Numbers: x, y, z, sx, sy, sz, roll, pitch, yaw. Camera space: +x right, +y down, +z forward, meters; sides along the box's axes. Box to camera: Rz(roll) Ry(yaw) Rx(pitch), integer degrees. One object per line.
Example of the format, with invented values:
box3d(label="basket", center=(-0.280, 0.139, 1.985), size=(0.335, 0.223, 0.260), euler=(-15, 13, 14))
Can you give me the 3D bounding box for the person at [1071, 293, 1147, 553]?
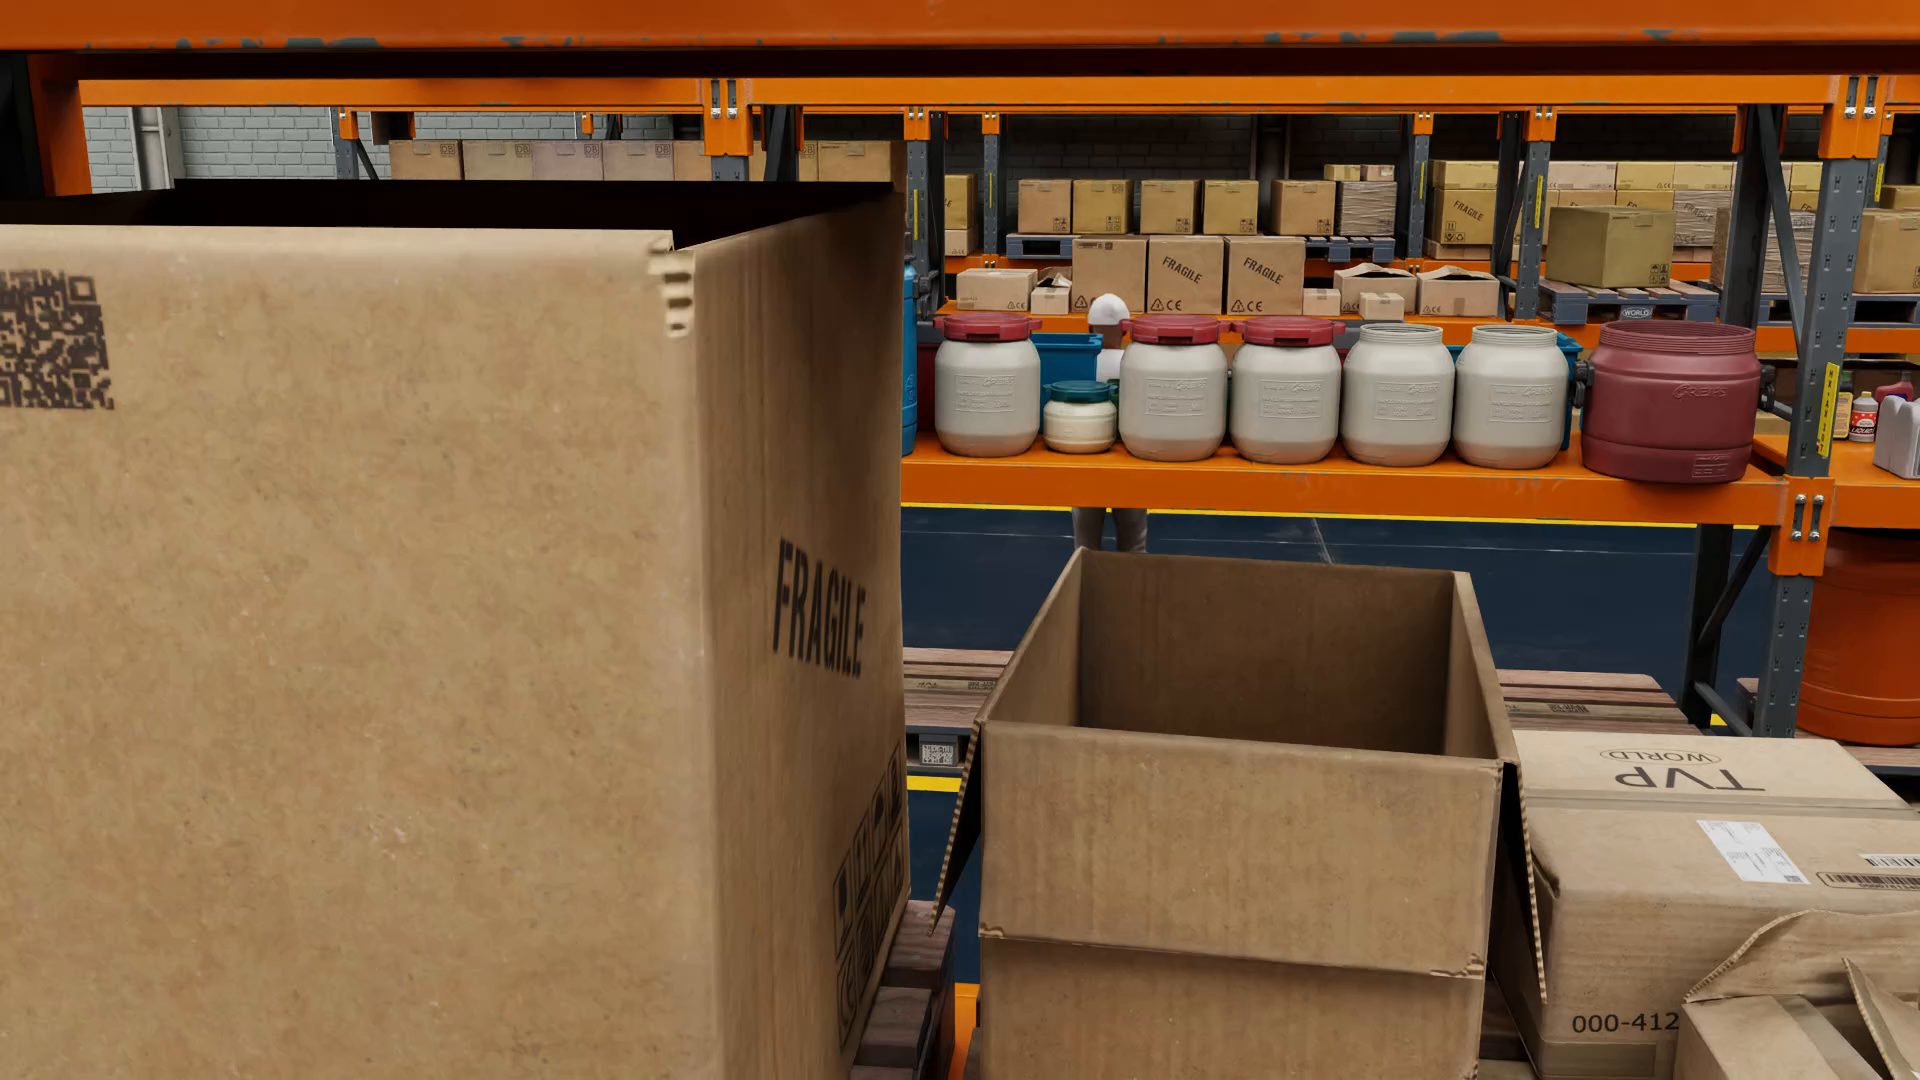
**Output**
box3d(label="person", center=(0.732, -0.332, 8.303), size=(0.577, 1.795, 0.426), euler=(2, 14, 7))
